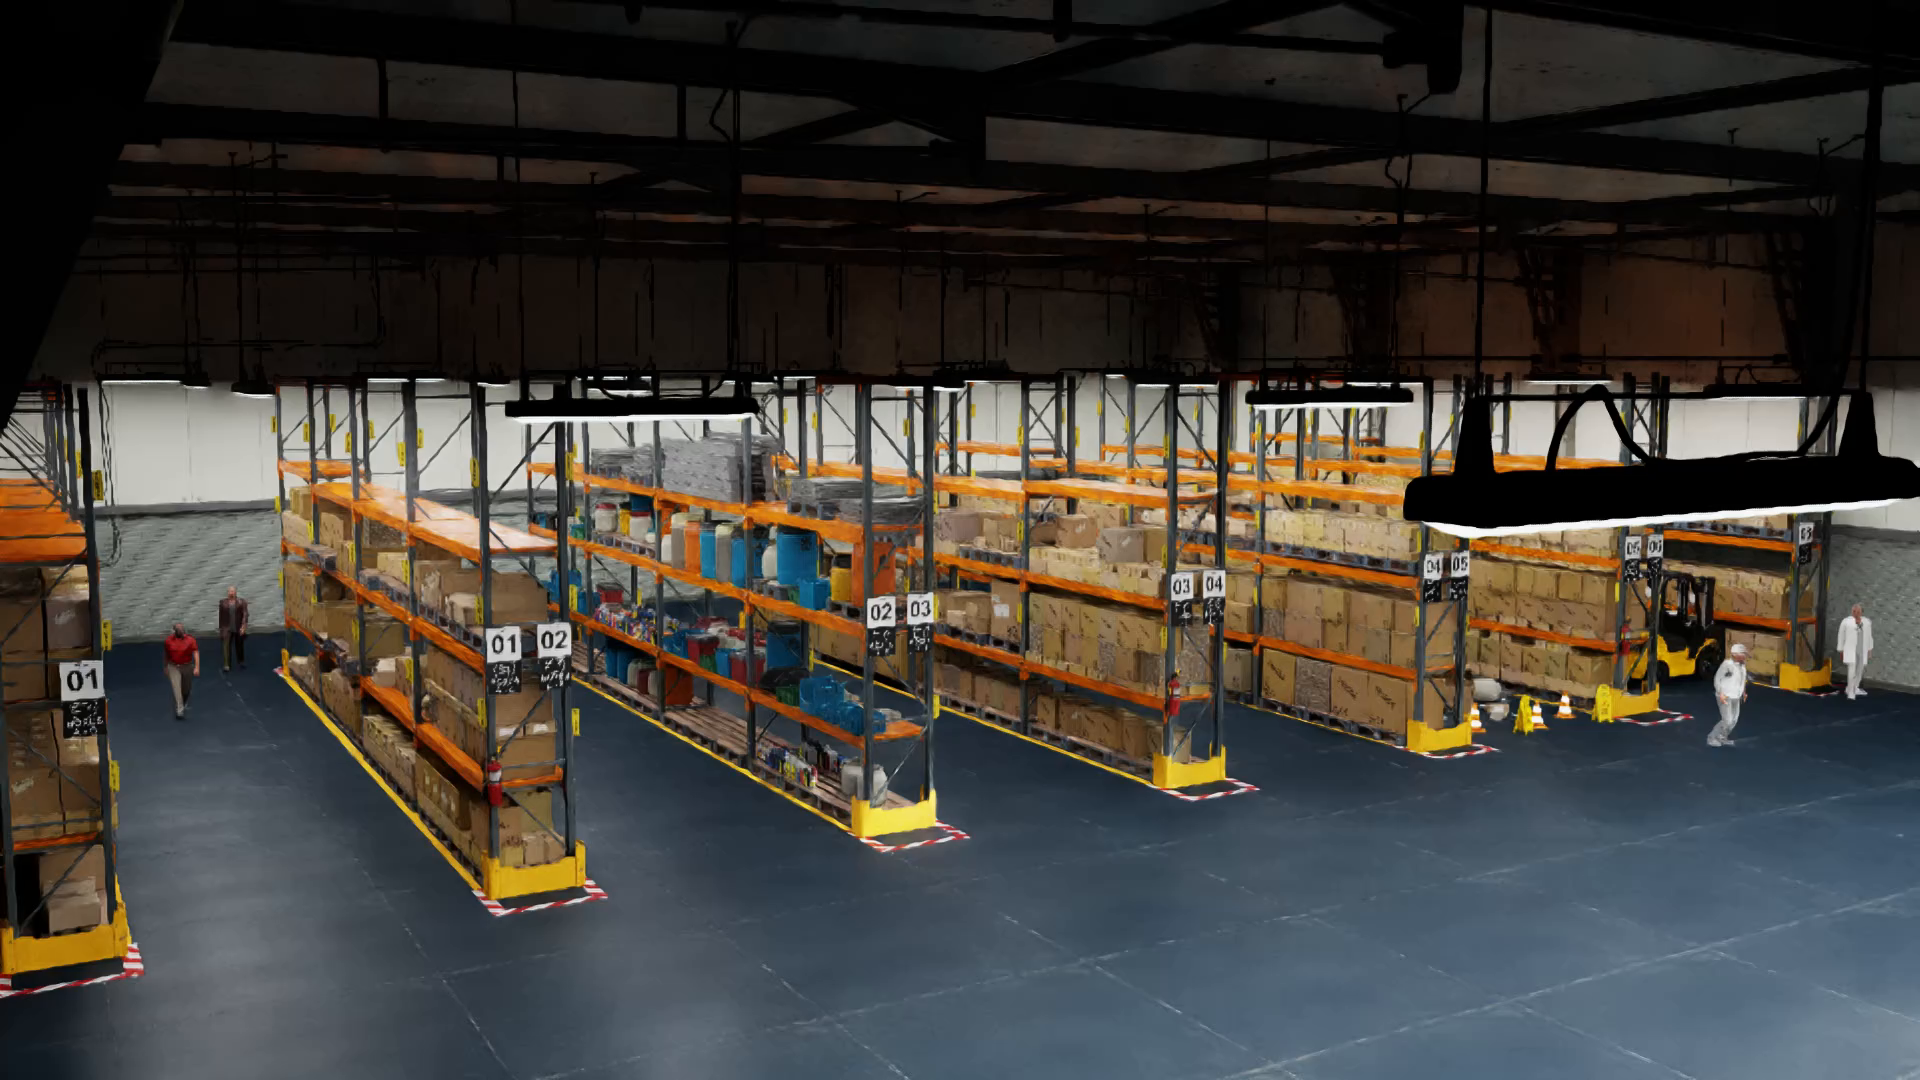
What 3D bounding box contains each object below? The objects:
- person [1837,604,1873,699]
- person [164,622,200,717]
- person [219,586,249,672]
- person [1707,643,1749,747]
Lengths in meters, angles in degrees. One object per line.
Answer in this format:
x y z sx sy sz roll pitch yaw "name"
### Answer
16.723 2.061 31.076 0.607 1.770 0.635 0 6 4 "person"
-13.807 2.311 29.532 0.554 1.583 1.031 -4 7 -31 "person"
-14.720 1.776 33.716 0.573 1.716 1.103 -2 7 -21 "person"
12.539 2.520 27.090 0.677 1.726 0.574 -4 7 -31 "person"
